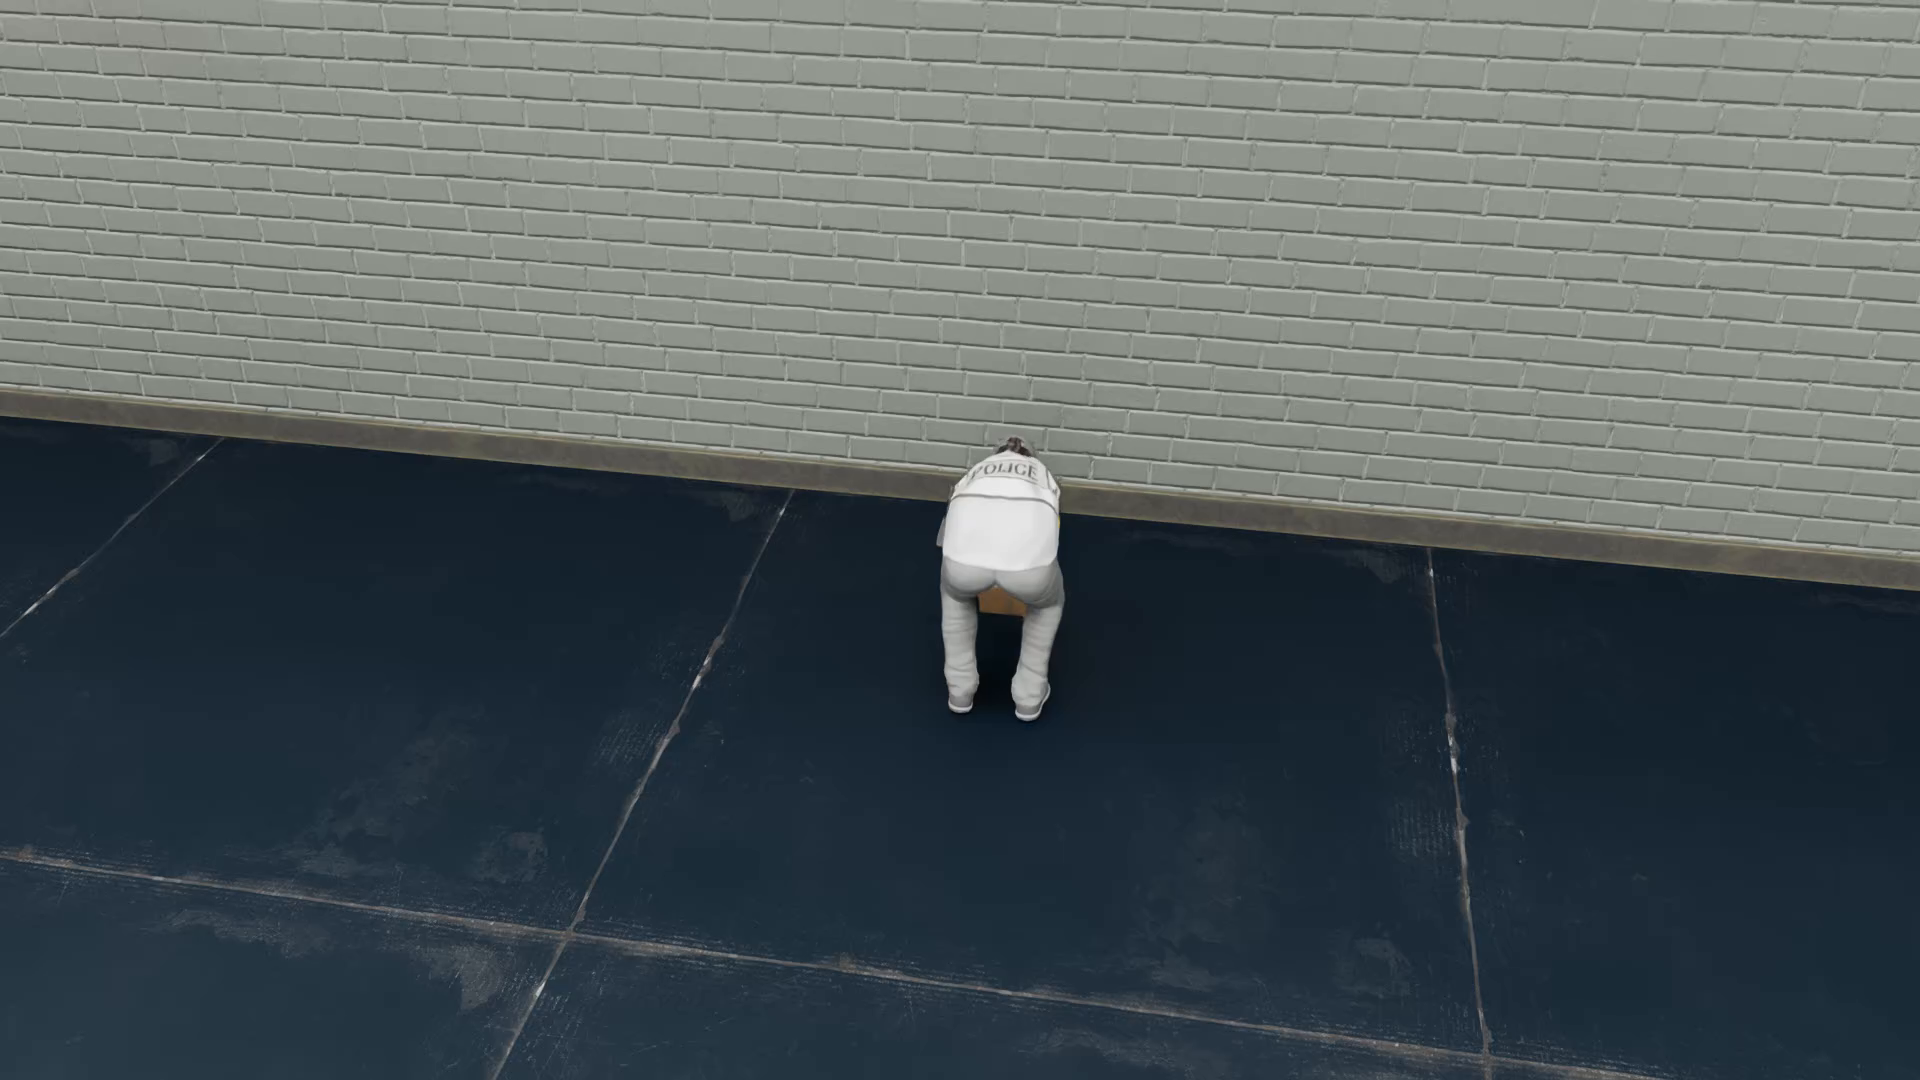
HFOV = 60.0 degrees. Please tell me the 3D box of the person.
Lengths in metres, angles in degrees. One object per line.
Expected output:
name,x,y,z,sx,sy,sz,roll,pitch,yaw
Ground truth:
person,0.177,0.113,6.567,0.494,1.014,0.950,4,33,6
